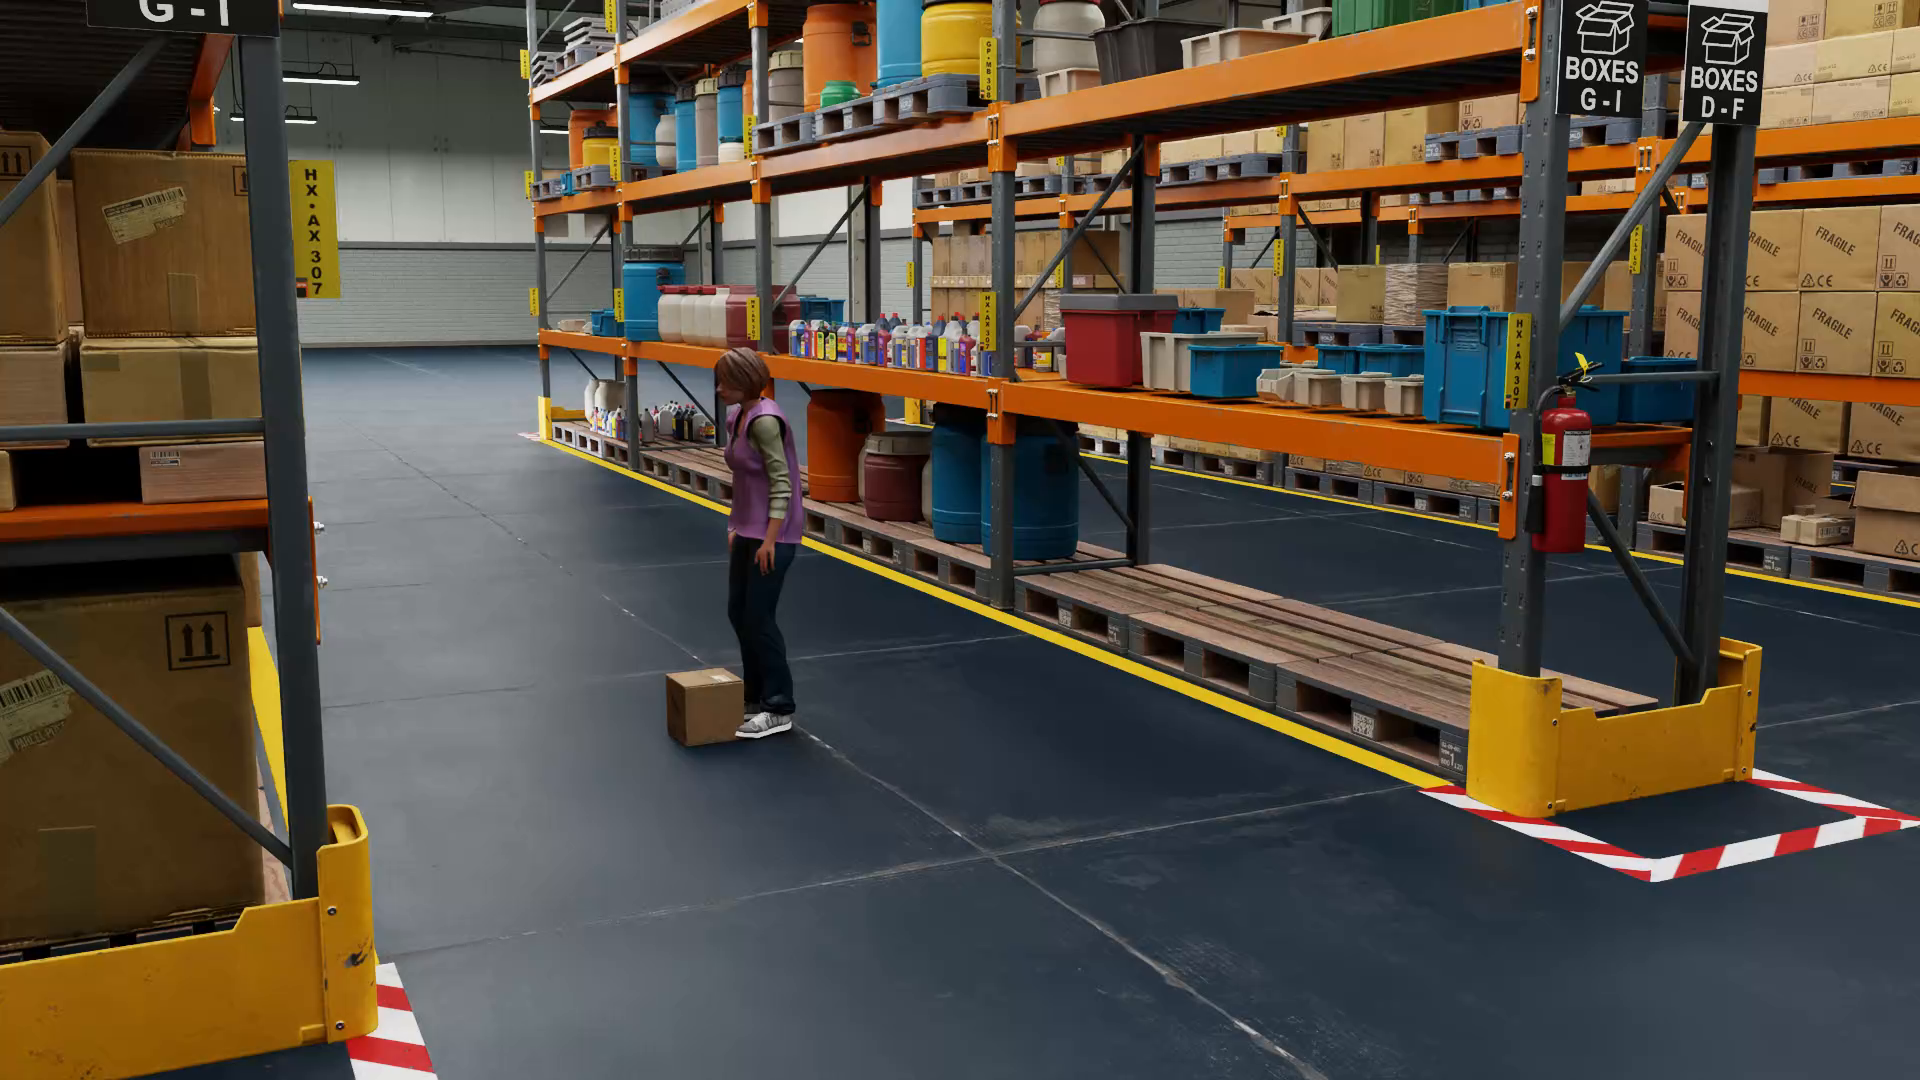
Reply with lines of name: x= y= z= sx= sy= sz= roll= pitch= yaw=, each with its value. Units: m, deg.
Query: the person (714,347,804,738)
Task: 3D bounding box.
person: x=-0.834 y=0.061 z=6.872 sx=0.346 sy=1.477 sz=0.459 roll=-4 pitch=10 yaw=-27
